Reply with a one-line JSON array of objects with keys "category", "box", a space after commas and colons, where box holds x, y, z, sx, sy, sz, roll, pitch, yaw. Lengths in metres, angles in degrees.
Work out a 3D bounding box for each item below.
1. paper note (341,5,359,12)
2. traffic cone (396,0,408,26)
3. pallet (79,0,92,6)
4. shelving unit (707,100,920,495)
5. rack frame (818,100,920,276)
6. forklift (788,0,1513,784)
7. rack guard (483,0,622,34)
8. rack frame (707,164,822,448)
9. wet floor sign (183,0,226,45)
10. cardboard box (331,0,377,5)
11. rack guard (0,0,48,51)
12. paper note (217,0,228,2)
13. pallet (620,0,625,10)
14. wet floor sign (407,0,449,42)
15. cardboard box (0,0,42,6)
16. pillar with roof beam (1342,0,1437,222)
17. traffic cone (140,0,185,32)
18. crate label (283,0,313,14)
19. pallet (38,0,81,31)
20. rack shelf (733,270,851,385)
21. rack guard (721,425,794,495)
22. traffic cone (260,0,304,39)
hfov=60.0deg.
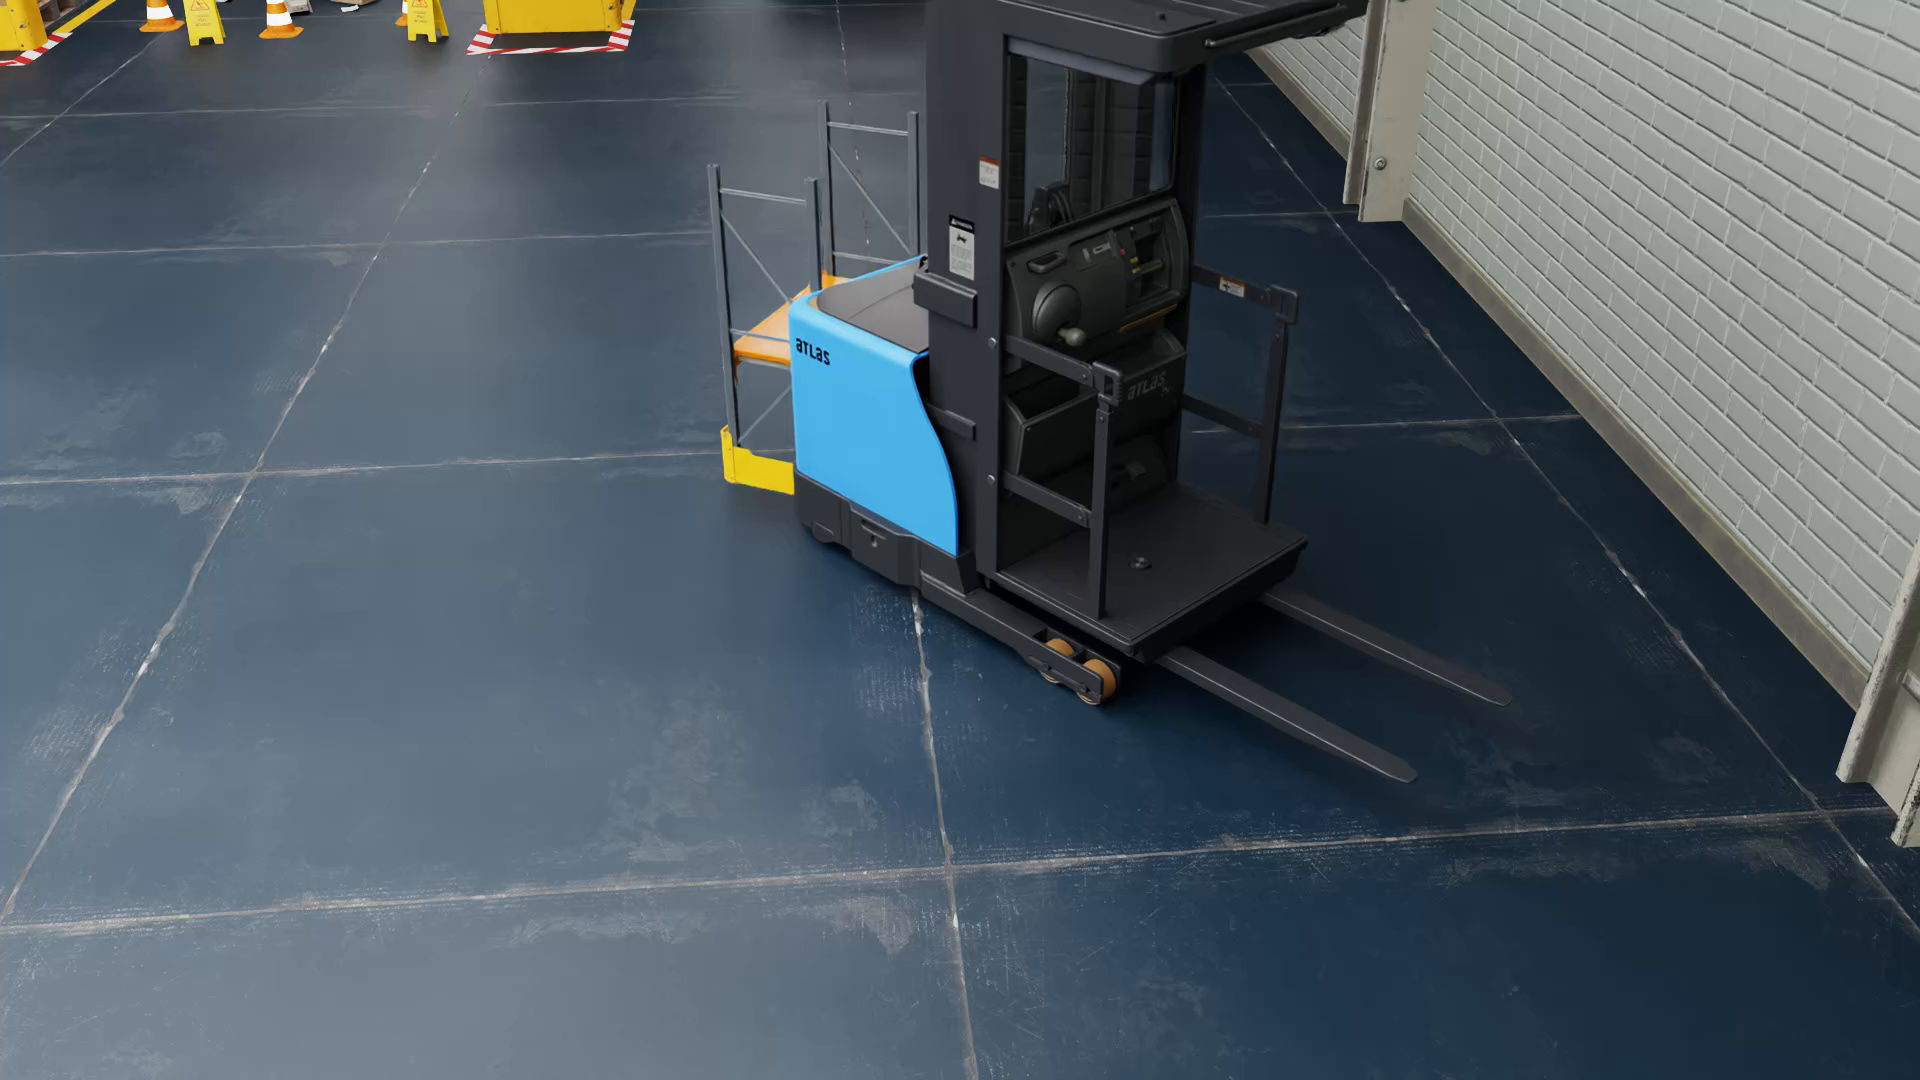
[{"category": "paper note", "box": [-5.703, -4.974, 15.547, 0.148, 0.019, 0.142, -14, 33, -22]}, {"category": "traffic cone", "box": [-4.958, -4.930, 15.052, 0.336, 0.463, 0.334, -3, 31, -5]}, {"category": "pallet", "box": [-8.816, -5.401, 16.087, 1.003, 0.211, 1.213, -3, 31, -5]}, {"category": "shelving unit", "box": [-0.620, -1.120, 7.663, 0.587, 1.500, 1.083, 12, 33, 19]}, {"category": "rack frame", "box": [-0.426, -1.356, 8.058, 0.500, 1.500, 0.032, 12, 33, 19]}, {"category": "forklift", "box": [0.665, -0.942, 5.970, 1.130, 2.935, 3.031, -26, 40, -37]}, {"category": "rack guard", "box": [-3.640, -4.827, 14.843, 1.175, 0.500, 0.348, -3, 31, -5]}, {"category": "rack frame", "box": [-0.820, -0.876, 7.253, 0.500, 1.500, 0.032, 12, 33, 19]}, {"category": "wet floor sign", "box": [-6.578, -4.642, 14.392, 0.267, 0.644, 0.232, -8, 32, -13]}, {"category": "cardboard box", "box": [-5.767, -5.209, 15.826, 0.380, 0.149, 0.250, 13, 33, 21]}, {"category": "rack guard", "box": [-8.550, -4.487, 14.274, 1.175, 0.500, 0.348, -3, 31, -5]}, {"category": "paper note", "box": [-7.004, -5.158, 15.857, 0.144, 0.017, 0.142, 8, 32, 13]}, {"category": "pallet", "box": [-3.681, -5.119, 15.615, 1.003, 0.211, 1.213, -3, 31, -5]}, {"category": "wet floor sign", "box": [-4.681, -4.702, 14.493, 0.267, 0.644, 0.232, 8, 32, 13]}, {"category": "cardboard box", "box": [-8.681, -5.184, 14.665, 0.875, 0.875, 0.875, -3, 31, -4]}, {"category": "pillar with roof beam", "box": [-1.585, -5.805, 8.194, 9.100, 9.000, 0.400, -3, 31, -5]}, {"category": "traffic cone", "box": [-7.188, -4.822, 14.872, 0.336, 0.463, 0.334, -3, 31, -5]}, {"category": "crate label", "box": [-6.166, -4.961, 15.423, 0.250, 0.136, 0.298, -20, 36, -30]}, {"category": "pallet", "box": [-8.705, -4.780, 15.046, 1.003, 0.211, 1.213, -3, 31, -5]}, {"category": "rack shelf", "box": [-0.623, -0.962, 7.748, 0.538, 0.185, 1.000, 12, 33, 19]}, {"category": "rack guard", "box": [-0.812, -0.348, 7.589, 0.587, 0.250, 0.087, 12, 33, 19]}, {"category": "traffic cone", "box": [-6.031, -4.703, 14.672, 0.336, 0.463, 0.334, -3, 31, -5]}]
